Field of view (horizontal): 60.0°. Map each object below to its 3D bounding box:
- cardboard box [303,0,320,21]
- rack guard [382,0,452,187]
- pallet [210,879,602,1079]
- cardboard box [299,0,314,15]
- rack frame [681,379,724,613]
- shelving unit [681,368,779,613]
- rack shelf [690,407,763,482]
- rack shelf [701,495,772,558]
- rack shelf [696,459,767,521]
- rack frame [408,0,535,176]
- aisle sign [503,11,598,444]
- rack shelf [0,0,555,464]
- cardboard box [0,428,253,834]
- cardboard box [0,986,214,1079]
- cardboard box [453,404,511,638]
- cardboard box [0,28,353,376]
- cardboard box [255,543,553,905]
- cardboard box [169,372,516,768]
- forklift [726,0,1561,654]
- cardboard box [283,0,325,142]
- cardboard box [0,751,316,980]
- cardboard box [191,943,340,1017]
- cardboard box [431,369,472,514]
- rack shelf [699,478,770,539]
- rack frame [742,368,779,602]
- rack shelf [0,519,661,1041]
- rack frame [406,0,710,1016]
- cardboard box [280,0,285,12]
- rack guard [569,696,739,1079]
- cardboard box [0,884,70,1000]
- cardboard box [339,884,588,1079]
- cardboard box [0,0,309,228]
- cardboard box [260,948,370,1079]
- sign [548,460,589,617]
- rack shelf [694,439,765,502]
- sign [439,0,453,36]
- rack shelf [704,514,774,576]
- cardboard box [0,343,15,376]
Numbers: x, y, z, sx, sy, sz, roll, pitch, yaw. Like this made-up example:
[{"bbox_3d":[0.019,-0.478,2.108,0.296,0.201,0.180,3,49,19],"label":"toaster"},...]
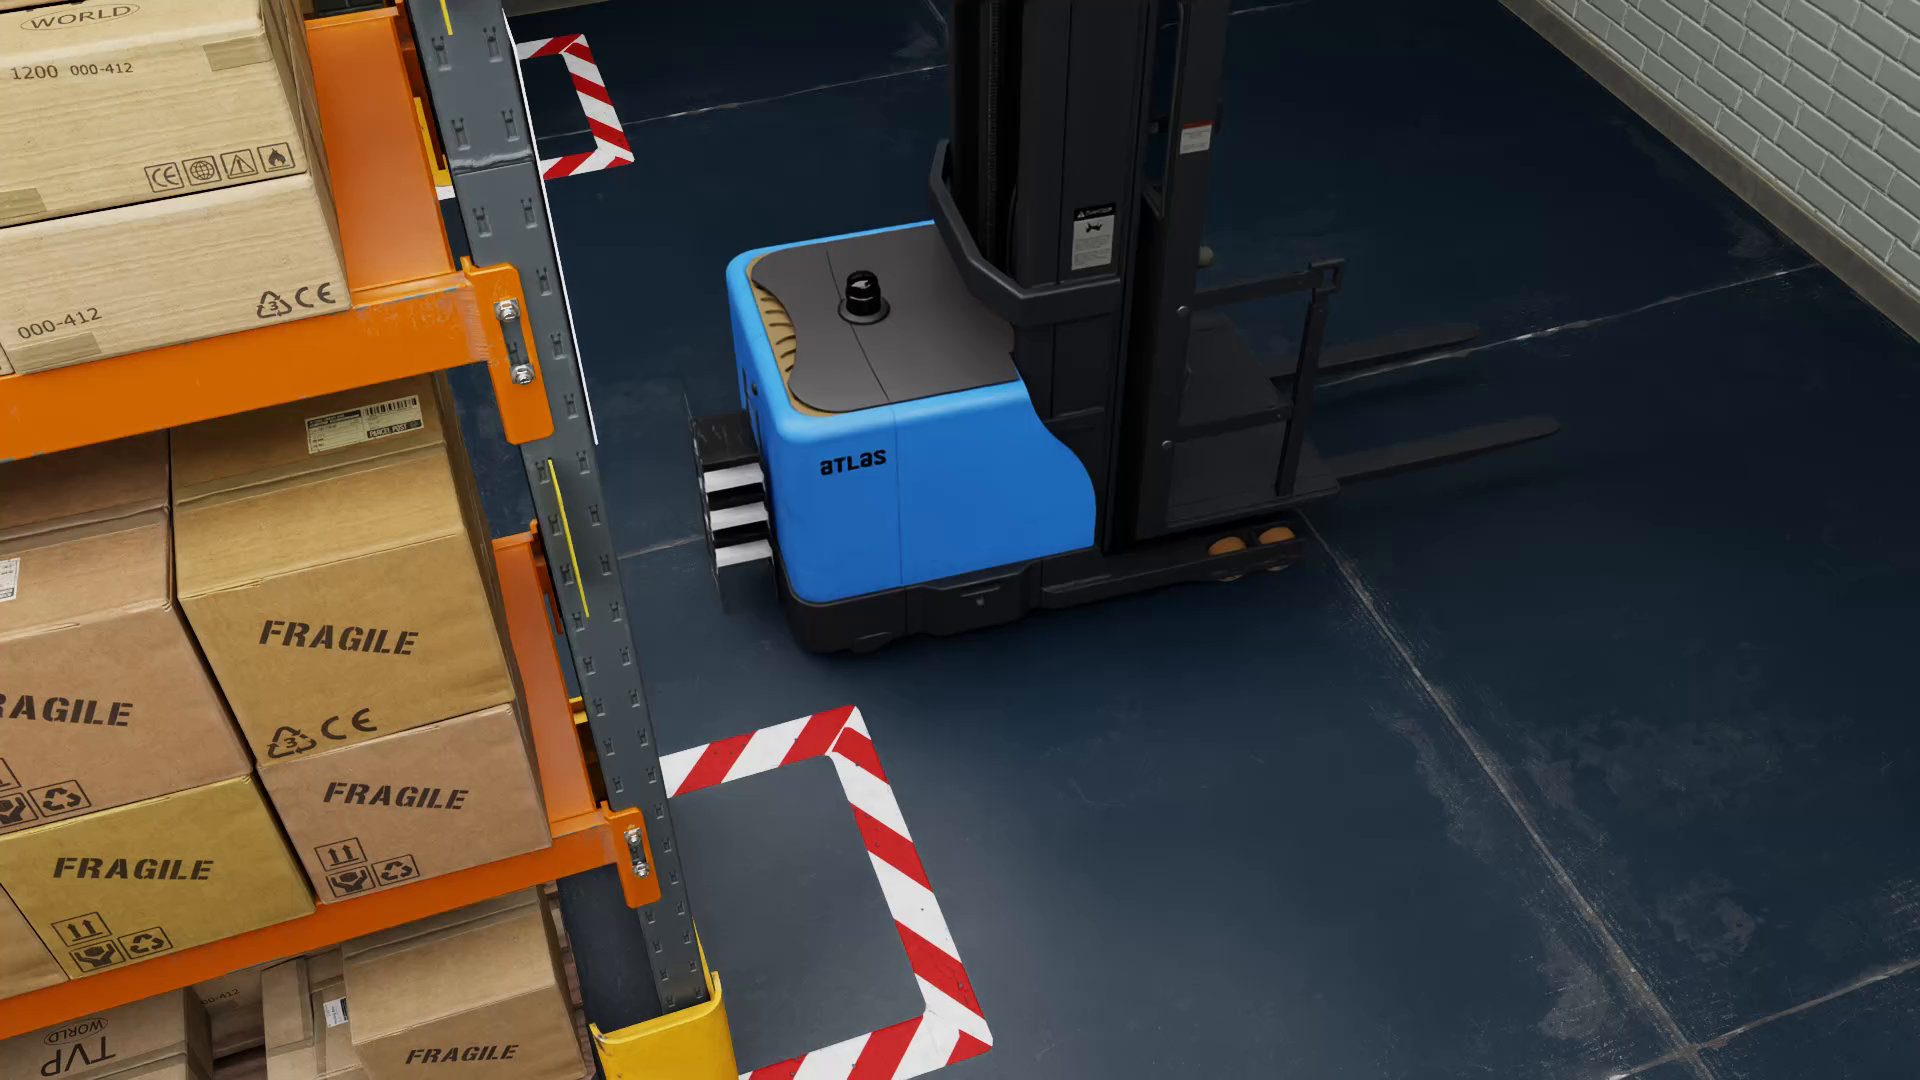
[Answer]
[{"bbox_3d":[-3.206,-2.184,7.777,0.500,0.500,0.700,-14,47,-14],"label":"cardboard box"},{"bbox_3d":[-2.559,-2.276,8.165,0.348,0.500,1.175,-14,47,-14],"label":"rack guard"},{"bbox_3d":[-1.717,1.342,4.764,1.213,0.211,1.003,-14,47,-14],"label":"pallet"},{"bbox_3d":[-3.156,-2.576,7.710,0.250,0.149,0.380,-14,47,-14],"label":"cardboard box"},{"bbox_3d":[-0.887,-0.135,5.750,0.006,0.900,0.240,-12,46,-11],"label":"rack frame"},{"bbox_3d":[-0.789,-0.156,5.770,0.210,0.900,0.258,-12,46,-11],"label":"shelving unit"},{"bbox_3d":[-0.789,-0.323,5.602,0.200,0.077,0.258,-12,46,-11],"label":"rack shelf"},{"bbox_3d":[-0.789,-0.069,5.857,0.200,0.077,0.258,-12,46,-11],"label":"rack shelf"},{"bbox_3d":[-0.789,-0.196,5.730,0.200,0.077,0.258,-12,46,-11],"label":"rack shelf"},{"bbox_3d":[-0.896,-1.971,1.861,0.127,3.000,1.000,-14,47,-14],"label":"rack frame"},{"bbox_3d":[-0.728,-0.583,2.878,0.004,0.787,0.394,-14,47,-14],"label":"aisle sign"},{"bbox_3d":[-2.777,-0.177,2.699,4.000,0.370,1.077,-14,47,-14],"label":"rack shelf"},{"bbox_3d":[-1.696,0.171,3.186,0.500,0.500,0.500,-13,47,-13],"label":"cardboard box"},{"bbox_3d":[-2.227,1.465,4.302,0.500,0.250,0.500,-14,47,-14],"label":"cardboard box"},{"bbox_3d":[-1.403,0.042,4.019,0.500,0.500,0.500,-13,47,-13],"label":"cardboard box"},{"bbox_3d":[-1.290,-0.560,2.679,0.500,0.250,0.500,-14,47,-14],"label":"cardboard box"},{"bbox_3d":[-1.225,0.400,3.663,0.500,0.500,0.500,-13,47,-13],"label":"cardboard box"},{"bbox_3d":[-1.221,0.049,3.307,0.500,0.500,0.500,-15,47,-14],"label":"cardboard box"},{"bbox_3d":[0.756,-1.232,5.409,3.031,2.935,1.130,-12,46,-11],"label":"forklift"},{"bbox_3d":[-1.465,-0.905,3.022,0.500,0.250,0.500,-14,47,-14],"label":"cardboard box"},{"bbox_3d":[-1.712,0.527,3.536,0.500,0.500,0.500,-14,47,-14],"label":"cardboard box"},{"bbox_3d":[-1.974,1.024,4.742,0.500,0.250,0.500,-14,47,-14],"label":"cardboard box"},{"bbox_3d":[-1.403,-0.311,3.665,0.500,0.500,0.500,-13,47,-13],"label":"cardboard box"},{"bbox_3d":[-0.789,-0.132,5.793,0.200,0.077,0.258,-12,46,-11],"label":"rack shelf"},{"bbox_3d":[-0.692,-0.176,5.790,0.006,0.900,0.240,-12,46,-11],"label":"rack frame"},{"bbox_3d":[-2.777,0.882,3.762,4.000,0.370,1.077,-14,47,-14],"label":"rack shelf"},{"bbox_3d":[-0.896,0.147,3.986,0.127,3.000,1.000,-14,47,-14],"label":"rack frame"},{"bbox_3d":[-1.468,-1.086,2.849,0.500,0.250,0.500,-14,47,-14],"label":"cardboard box"},{"bbox_3d":[-0.967,1.047,4.853,0.348,0.500,1.175,-14,47,-14],"label":"rack guard"},{"bbox_3d":[-2.183,0.644,3.420,0.500,0.500,0.500,-14,47,-14],"label":"cardboard box"},{"bbox_3d":[-1.324,1.169,4.422,0.500,0.500,0.500,-14,47,-14],"label":"cardboard box"},{"bbox_3d":[-1.293,-0.742,2.507,0.500,0.250,0.500,-14,47,-14],"label":"cardboard box"},{"bbox_3d":[-1.735,1.324,4.503,0.250,0.166,0.380,-14,47,-14],"label":"cardboard box"},{"bbox_3d":[-0.726,0.001,3.091,0.005,0.325,0.100,-14,47,-14],"label":"sign"},{"bbox_3d":[-0.789,-0.259,5.666,0.200,0.077,0.258,-12,46,-11],"label":"rack shelf"},{"bbox_3d":[-0.726,-0.850,2.237,0.005,0.325,0.100,-14,47,-14],"label":"sign"},{"bbox_3d":[-0.789,-0.005,5.921,0.200,0.077,0.258,-12,46,-11],"label":"rack shelf"},{"bbox_3d":[-1.764,-0.447,2.566,0.500,0.250,0.500,-14,47,-14],"label":"cardboard box"}]
